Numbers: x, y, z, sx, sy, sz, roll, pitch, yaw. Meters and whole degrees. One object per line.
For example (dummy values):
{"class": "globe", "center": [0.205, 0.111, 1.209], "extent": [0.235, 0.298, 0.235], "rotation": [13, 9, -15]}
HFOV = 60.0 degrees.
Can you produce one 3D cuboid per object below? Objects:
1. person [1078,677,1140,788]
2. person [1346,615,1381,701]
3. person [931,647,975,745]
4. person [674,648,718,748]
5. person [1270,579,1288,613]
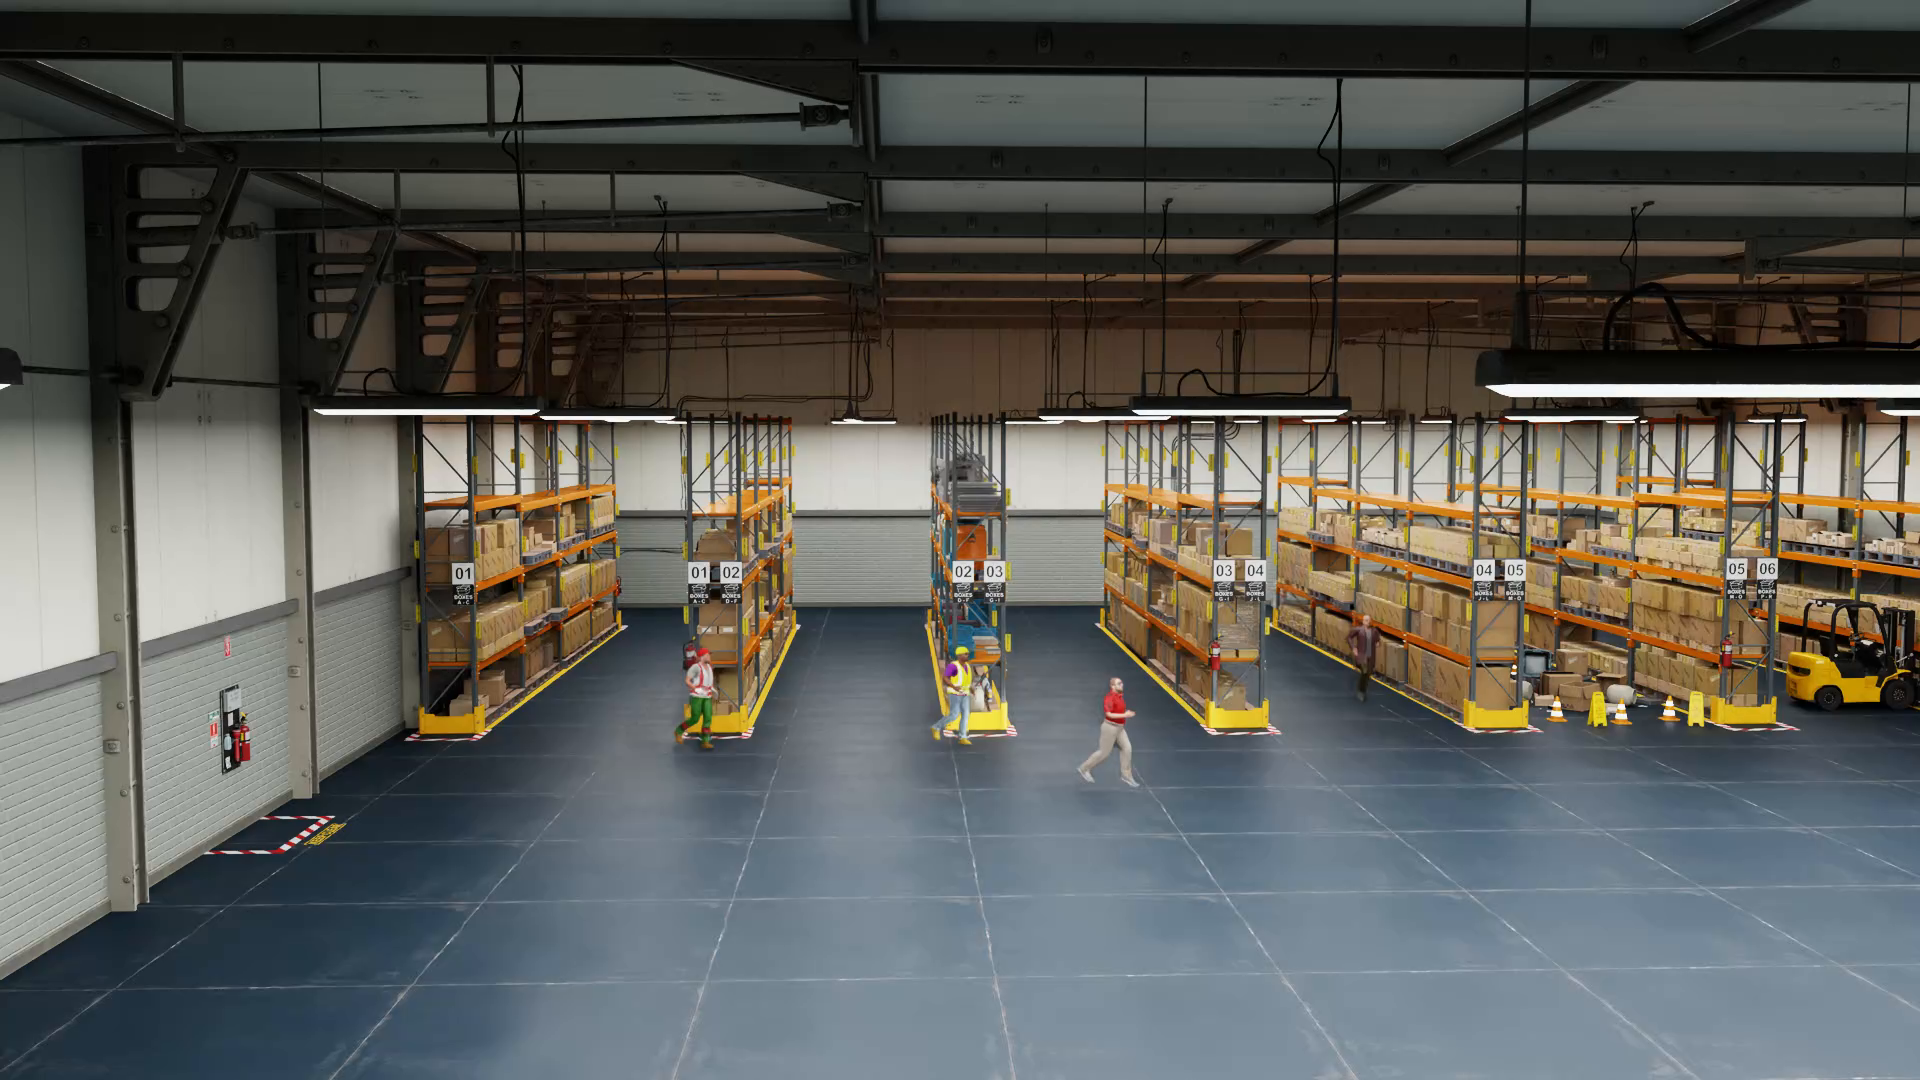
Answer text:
{"class": "person", "center": [2.395, 3.060, 26.532], "extent": [0.964, 1.769, 0.671], "rotation": [2, 4, 27]}
{"class": "person", "center": [8.507, 2.477, 34.868], "extent": [0.676, 1.809, 0.795], "rotation": [-1, 4, -12]}
{"class": "person", "center": [-0.007, 2.798, 30.138], "extent": [0.859, 1.736, 0.766], "rotation": [3, 5, 39]}
{"class": "person", "center": [-4.608, 2.811, 29.766], "extent": [0.885, 1.754, 0.716], "rotation": [3, 5, 34]}
{"class": "person", "center": [9.419, 1.546, 48.693], "extent": [0.588, 1.698, 0.707], "rotation": [-1, 4, -10]}
